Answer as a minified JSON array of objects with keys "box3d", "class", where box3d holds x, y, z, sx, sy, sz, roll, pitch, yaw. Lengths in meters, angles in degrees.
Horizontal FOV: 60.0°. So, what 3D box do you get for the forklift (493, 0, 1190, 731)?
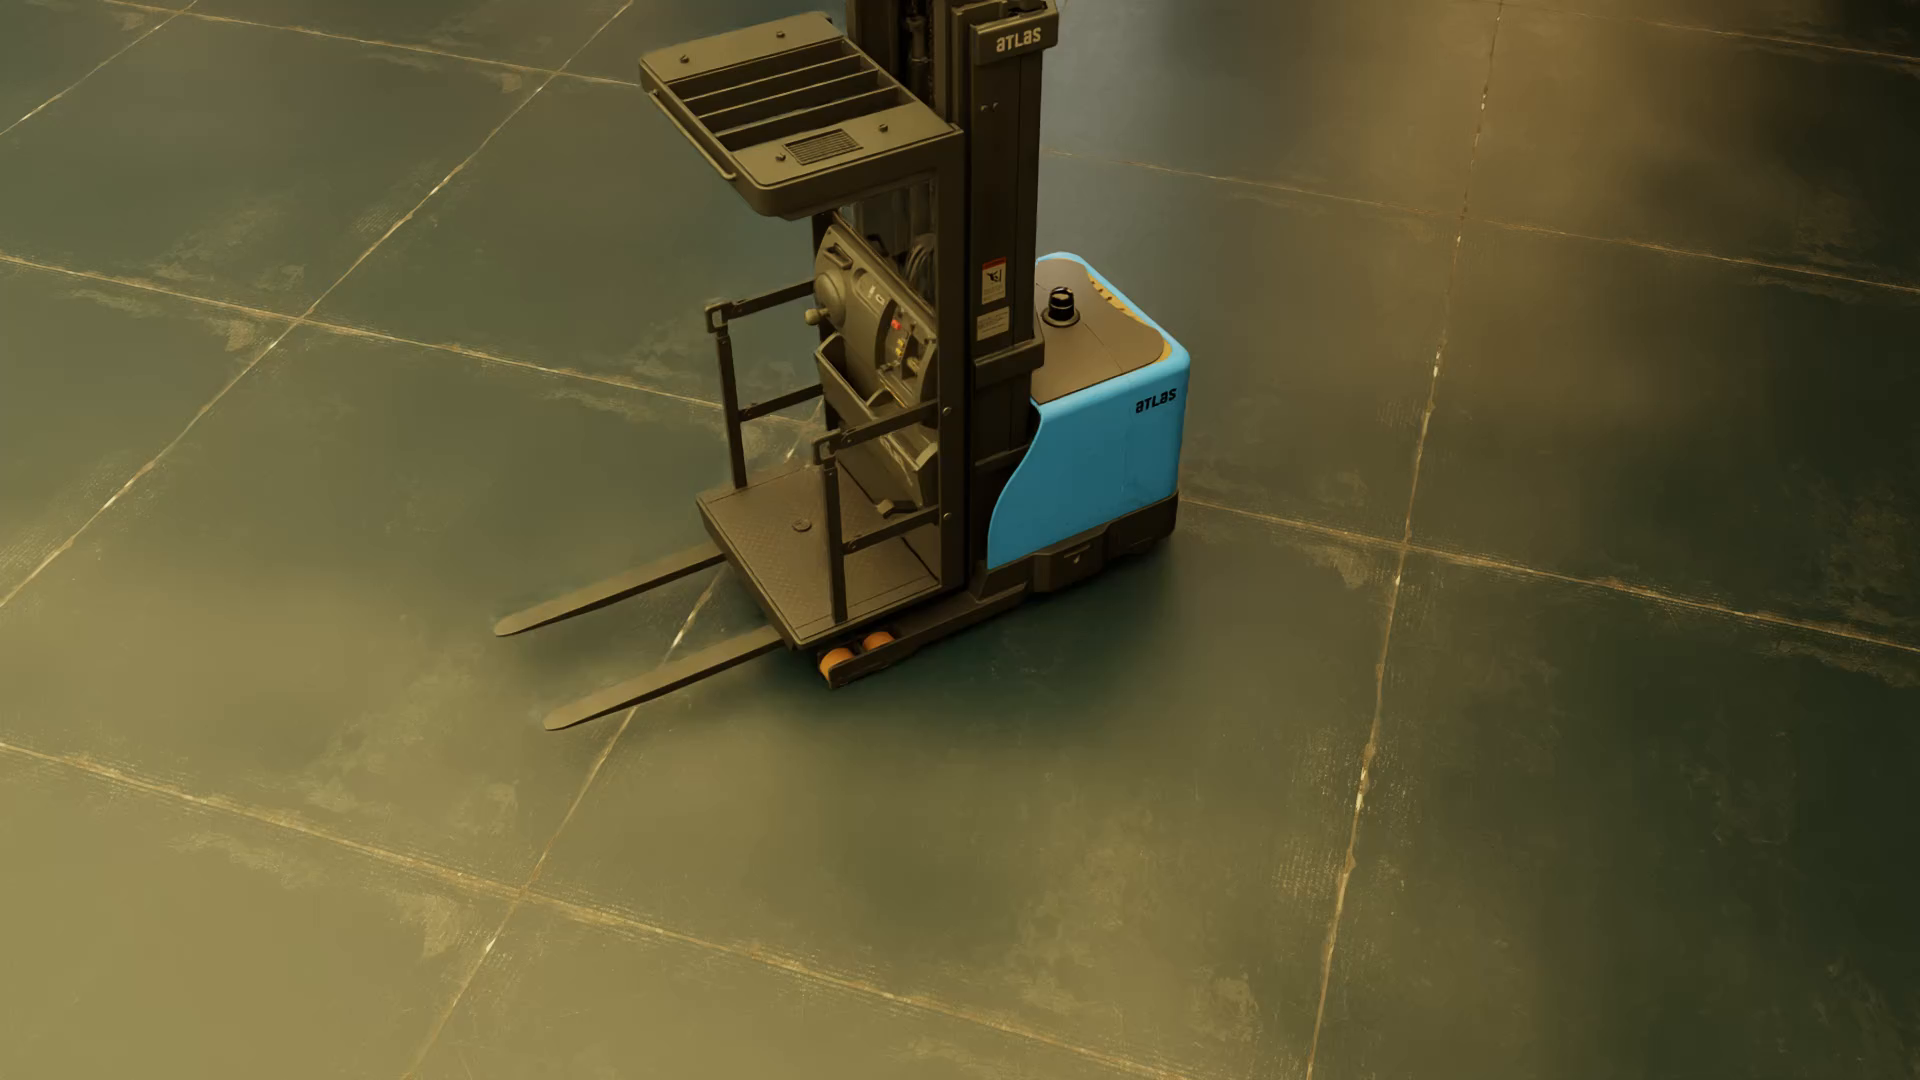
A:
[{"box3d":[-0.525,-0.859,6.612,3.031,2.935,1.130,-22,47,-22],"class":"forklift"}]
